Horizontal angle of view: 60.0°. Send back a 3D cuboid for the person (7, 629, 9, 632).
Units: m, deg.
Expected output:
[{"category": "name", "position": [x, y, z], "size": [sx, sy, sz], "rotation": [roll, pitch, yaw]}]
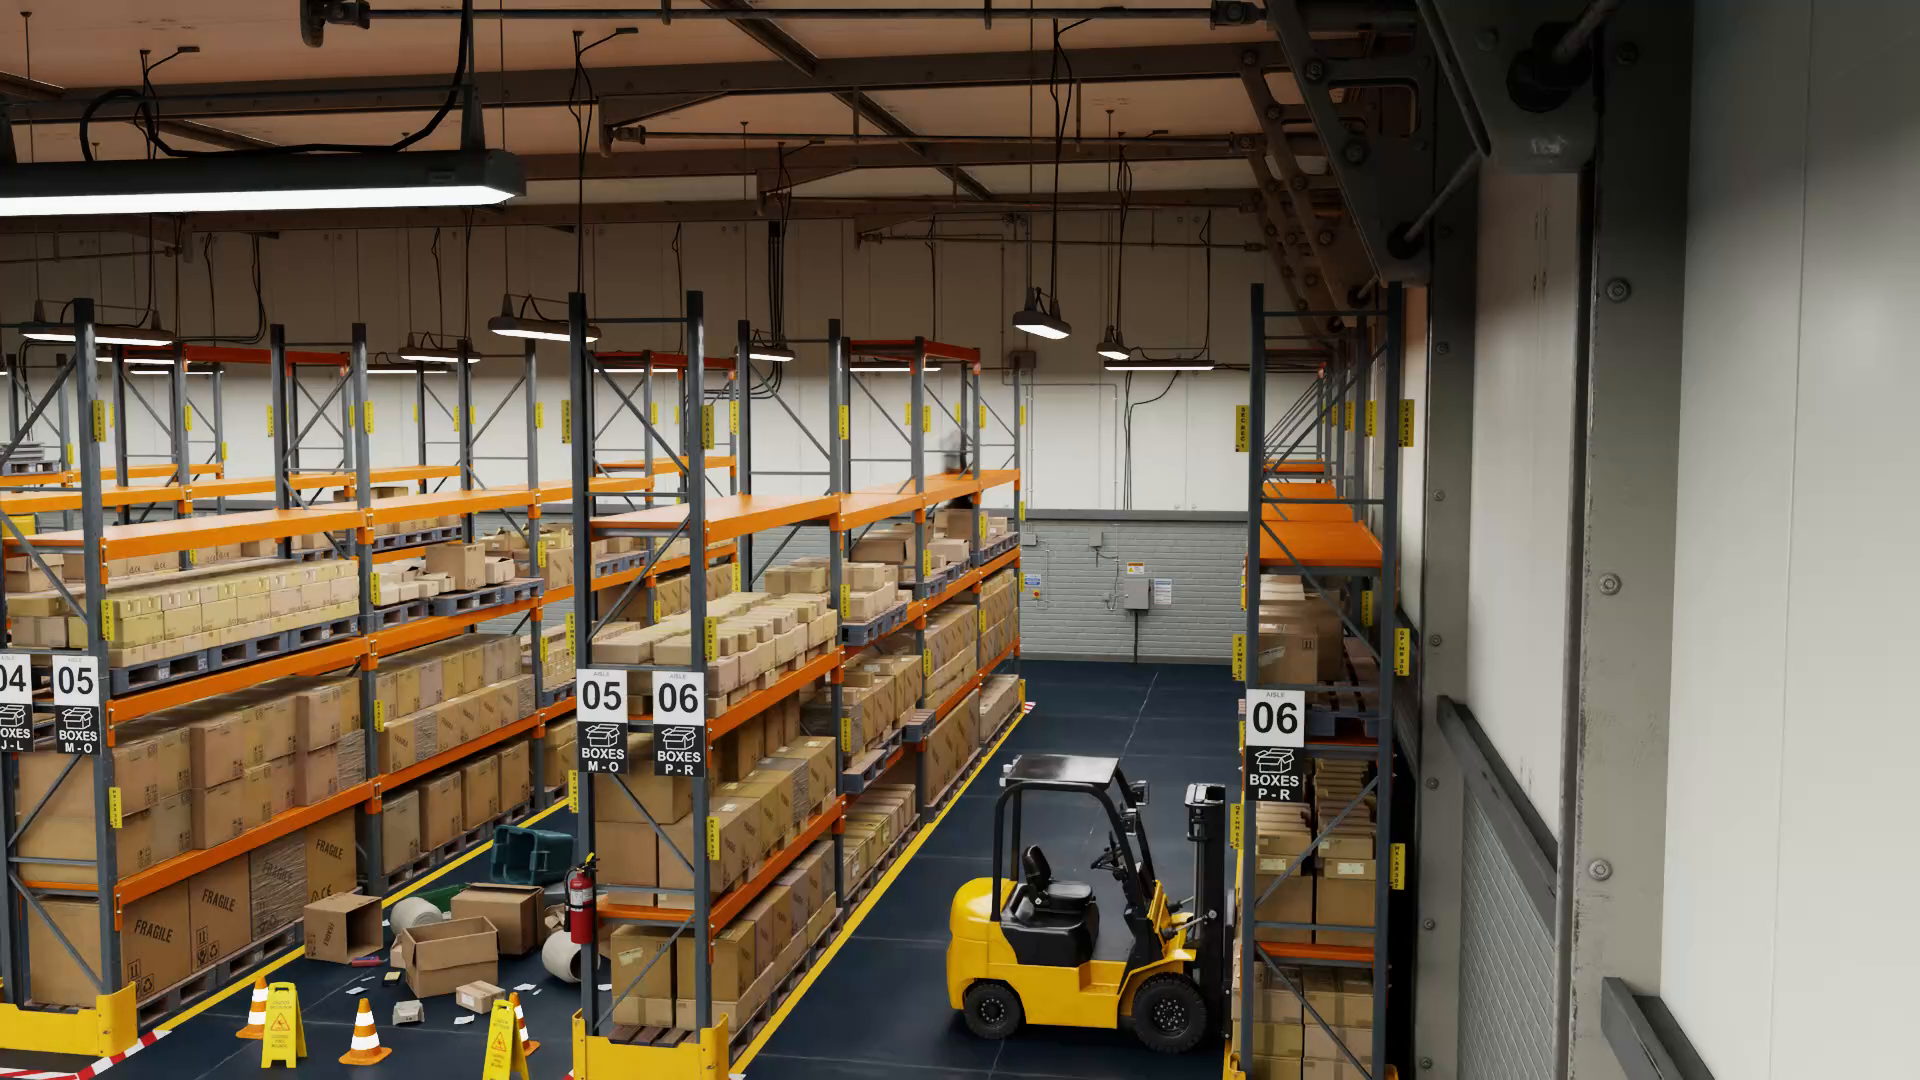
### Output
[{"category": "person", "position": [-17.490, 1.831, 30.437], "size": [0.656, 1.806, 0.698], "rotation": [1, 5, 16]}]
